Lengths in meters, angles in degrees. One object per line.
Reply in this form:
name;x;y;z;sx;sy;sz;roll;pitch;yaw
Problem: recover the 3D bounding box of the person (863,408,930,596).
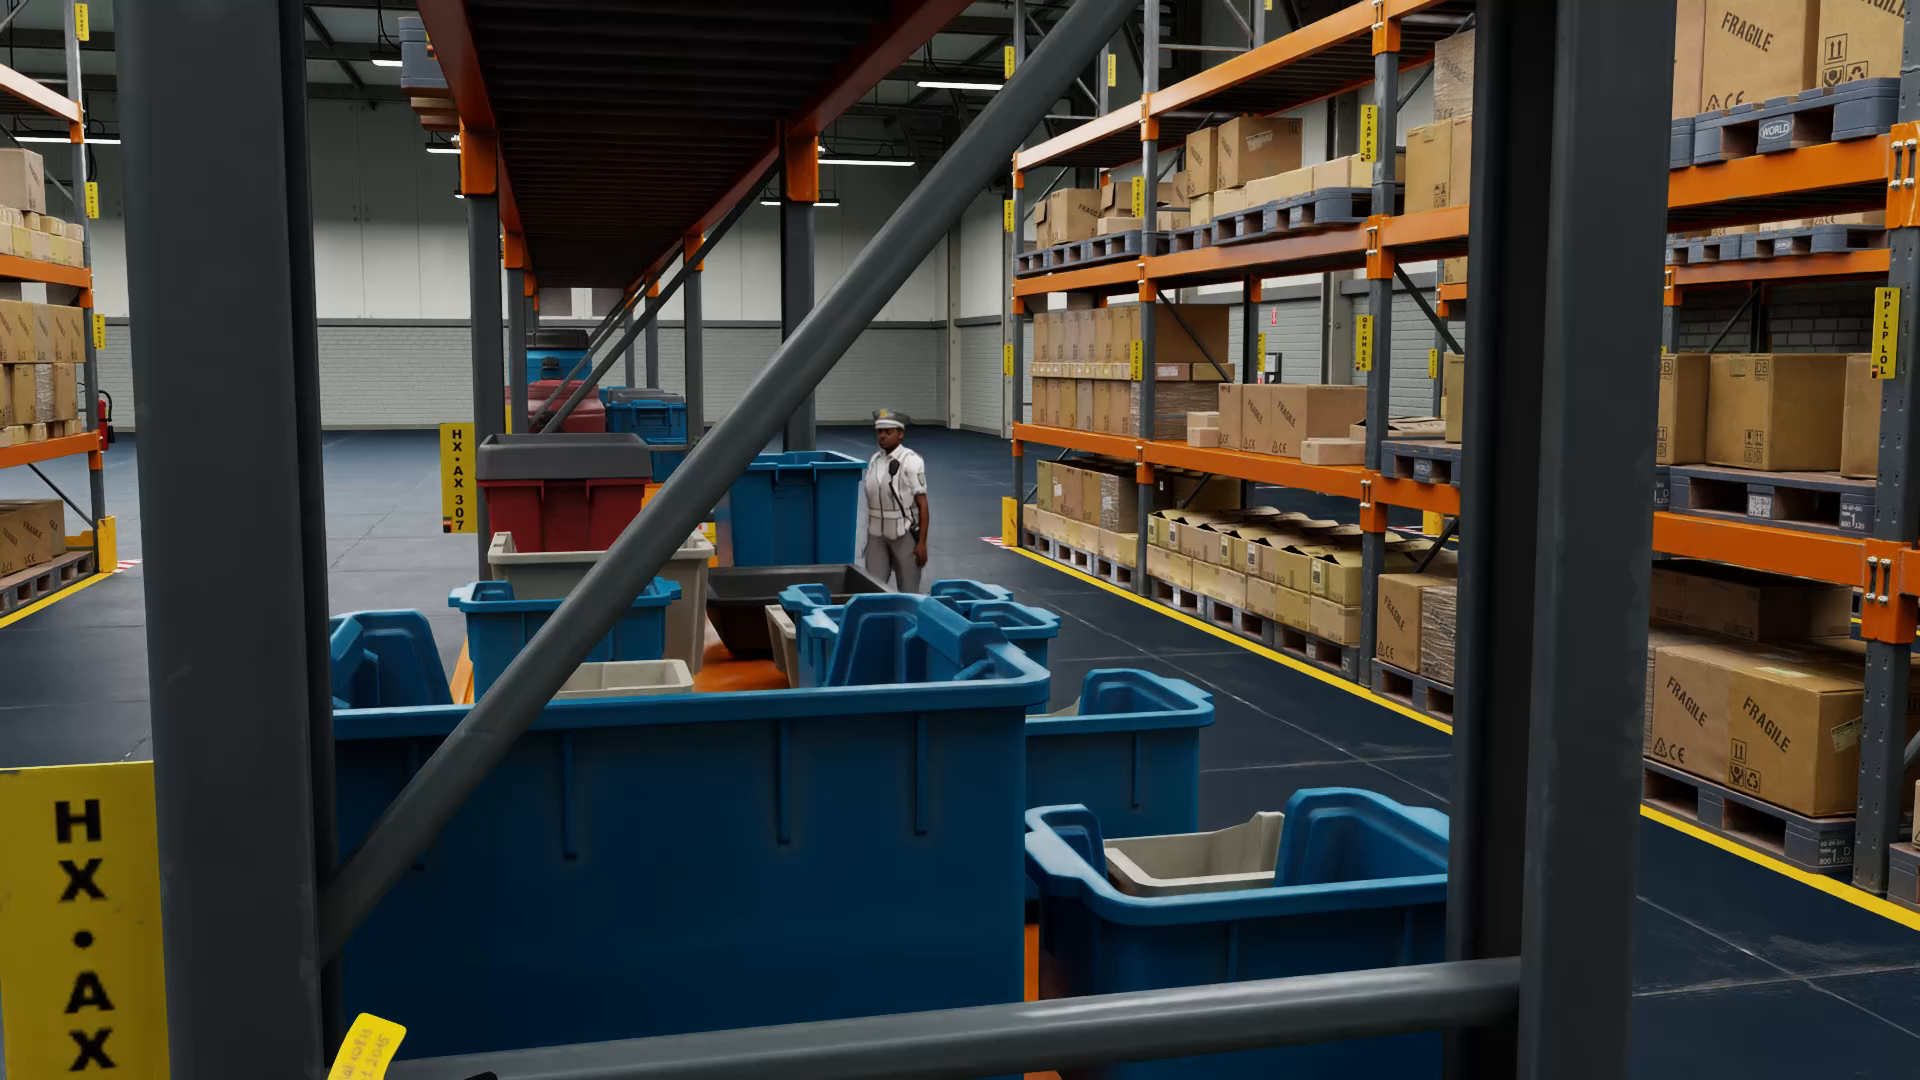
person;-0.386;-0.017;10.755;0.513;1.652;0.743;4;7;33
